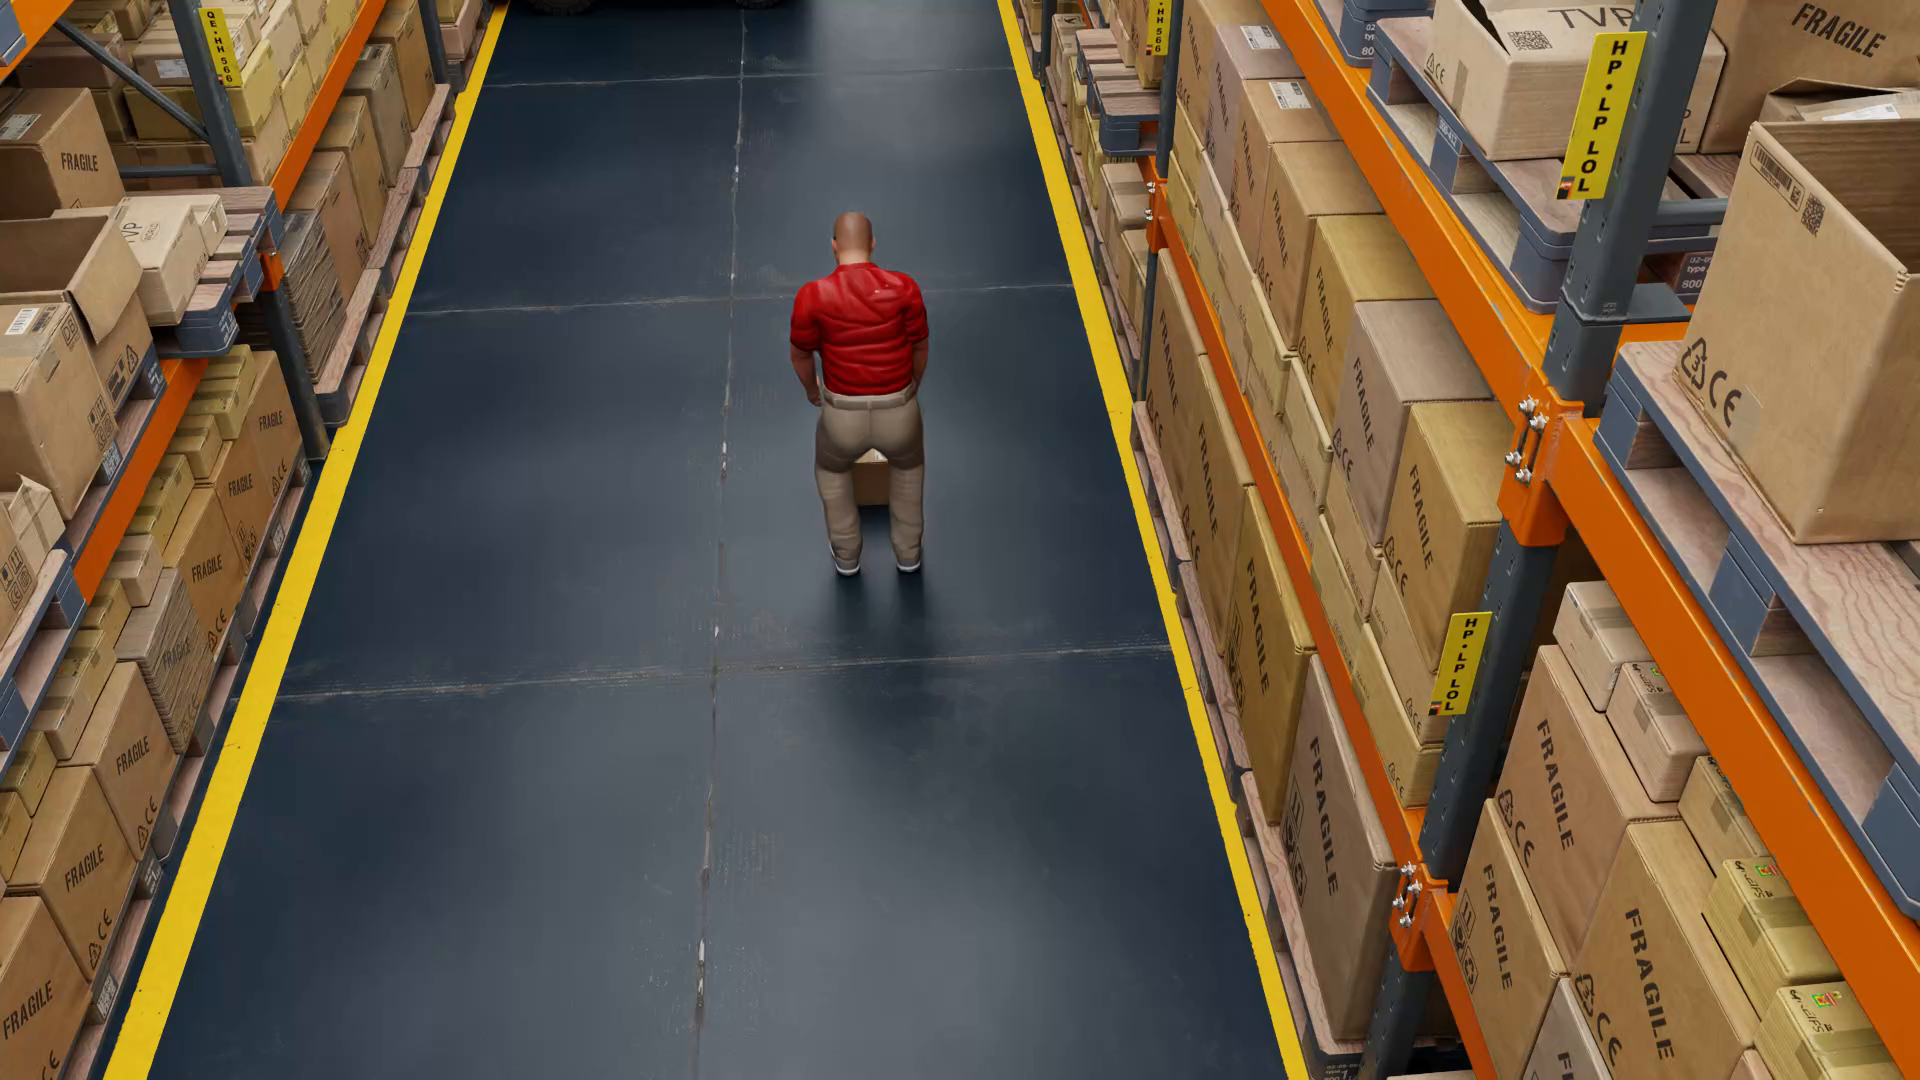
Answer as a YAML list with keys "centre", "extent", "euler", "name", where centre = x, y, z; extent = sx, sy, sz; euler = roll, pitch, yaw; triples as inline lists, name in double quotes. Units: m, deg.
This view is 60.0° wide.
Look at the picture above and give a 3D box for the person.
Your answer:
- centre: [-0.409, -0.560, 6.959]
  extent: [0.571, 1.620, 0.503]
  euler: [-2, 39, -3]
  name: "person"
